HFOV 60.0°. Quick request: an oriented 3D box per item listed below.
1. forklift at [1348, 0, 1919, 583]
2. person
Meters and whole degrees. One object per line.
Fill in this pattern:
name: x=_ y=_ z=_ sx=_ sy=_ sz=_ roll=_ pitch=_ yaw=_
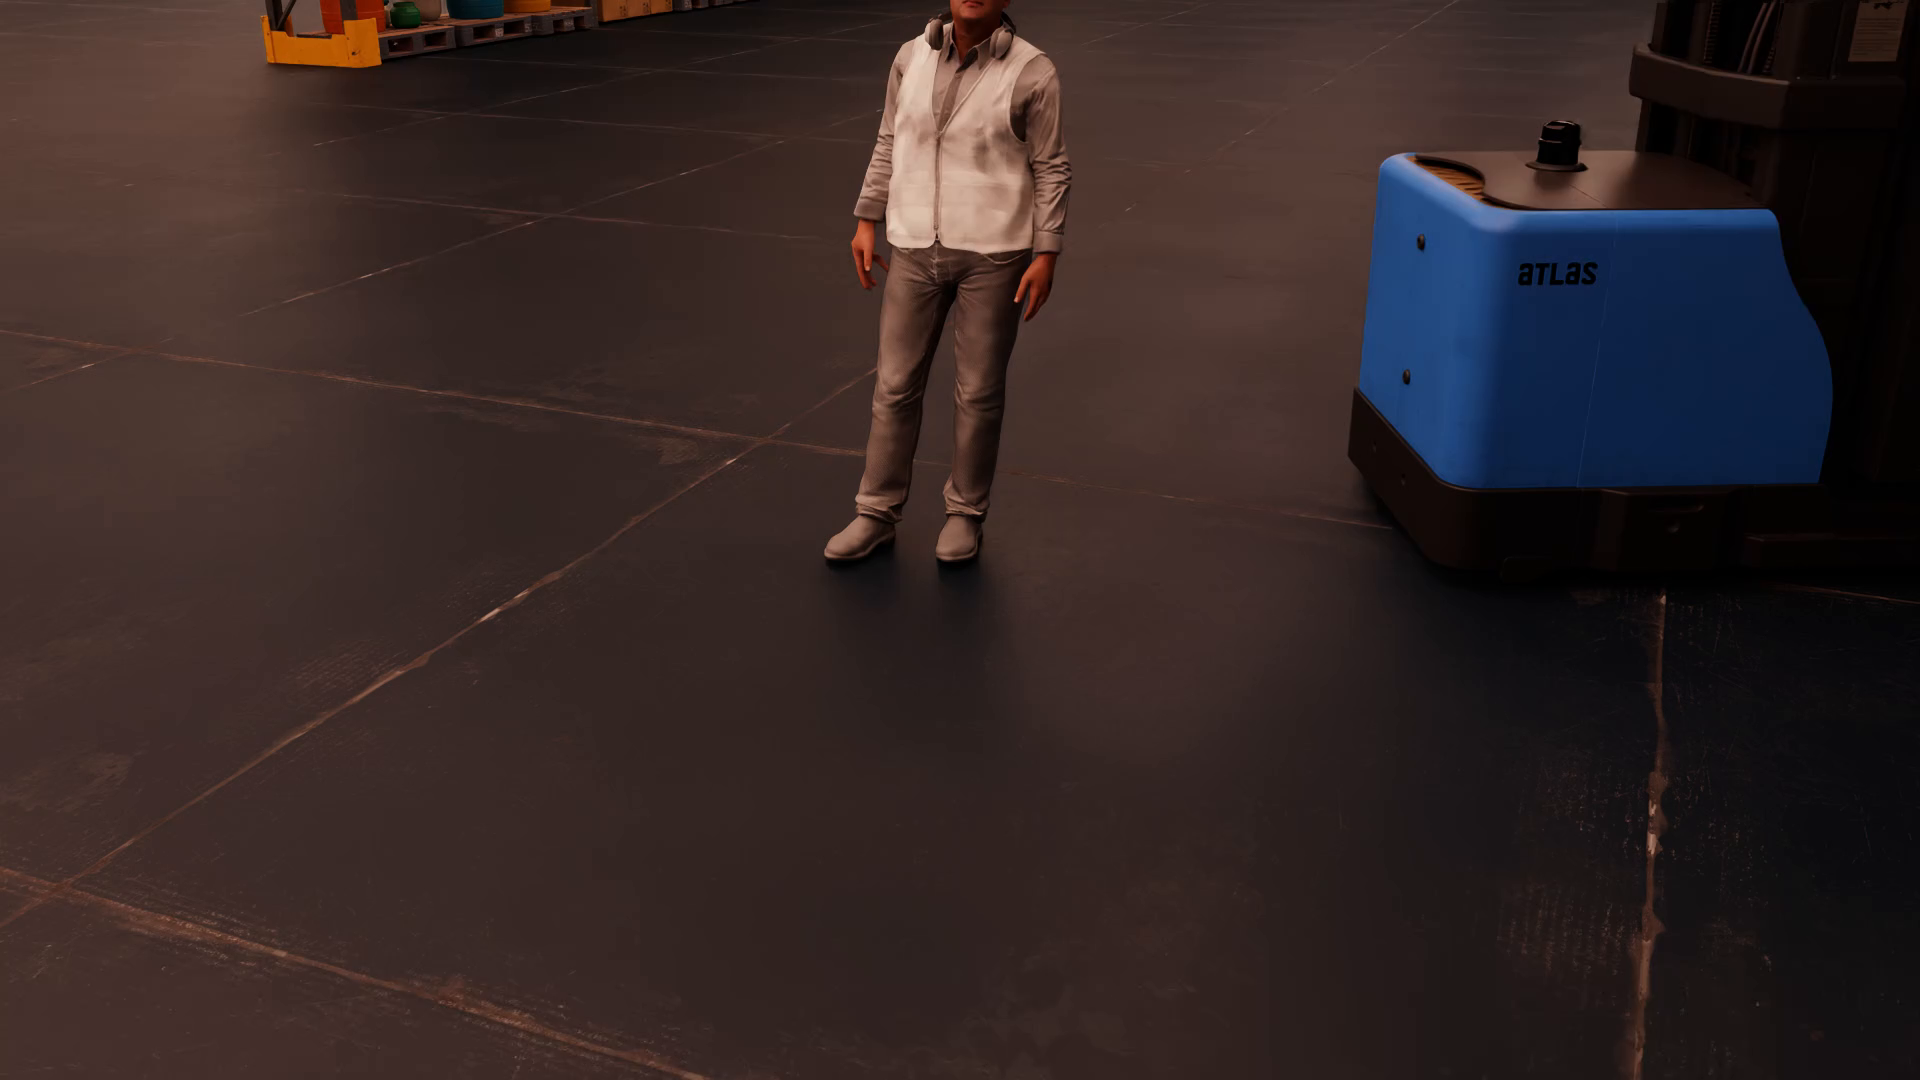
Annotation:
forklift: x=2.835 y=-1.430 z=4.713 sx=3.031 sy=2.935 sz=1.130 roll=-1 pitch=23 yaw=-3
person: x=-0.031 y=-0.804 z=4.698 sx=0.633 sy=1.774 sz=0.568 roll=9 pitch=24 yaw=21
